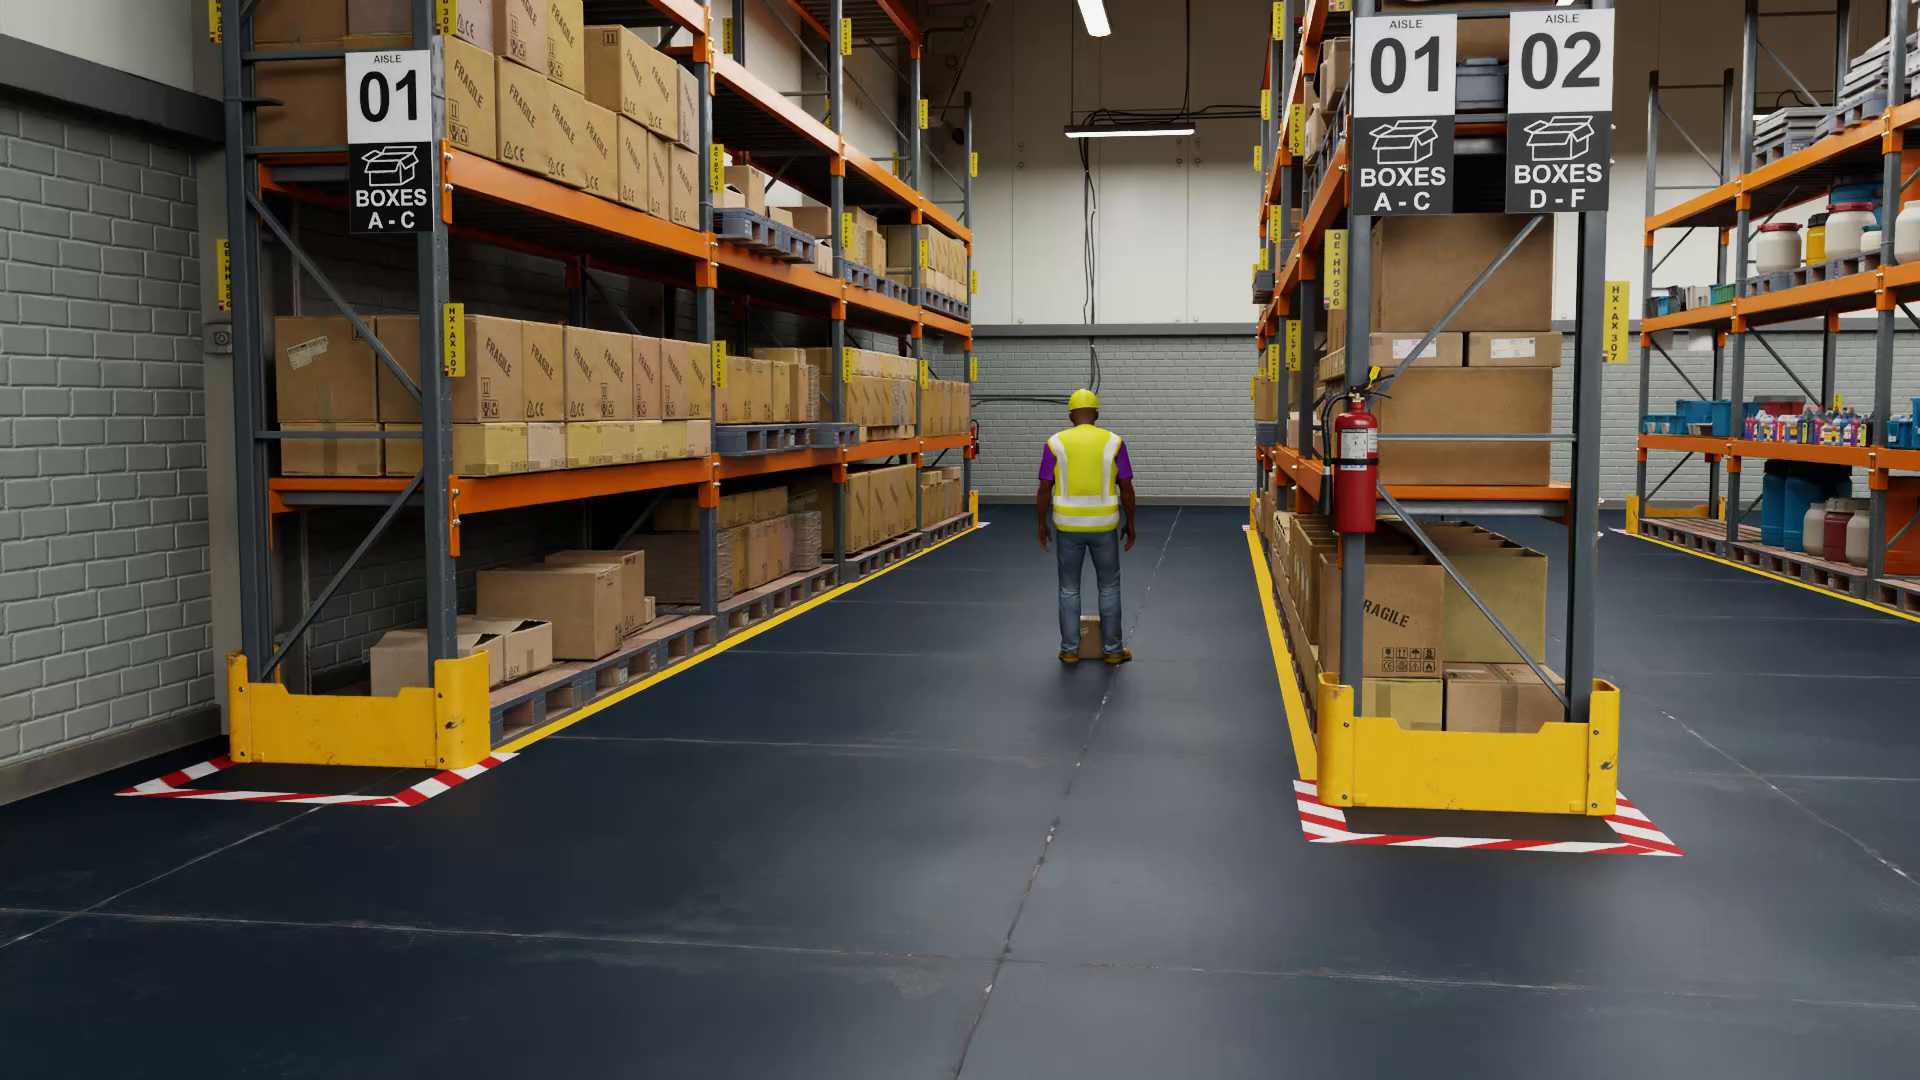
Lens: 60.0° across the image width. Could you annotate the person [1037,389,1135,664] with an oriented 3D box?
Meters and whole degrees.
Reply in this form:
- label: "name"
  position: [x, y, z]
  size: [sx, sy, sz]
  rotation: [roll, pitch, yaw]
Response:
- label: "person"
  position: [0.814, -0.093, 10.733]
  size: [0.635, 1.761, 0.455]
  rotation: [0, 4, 6]
